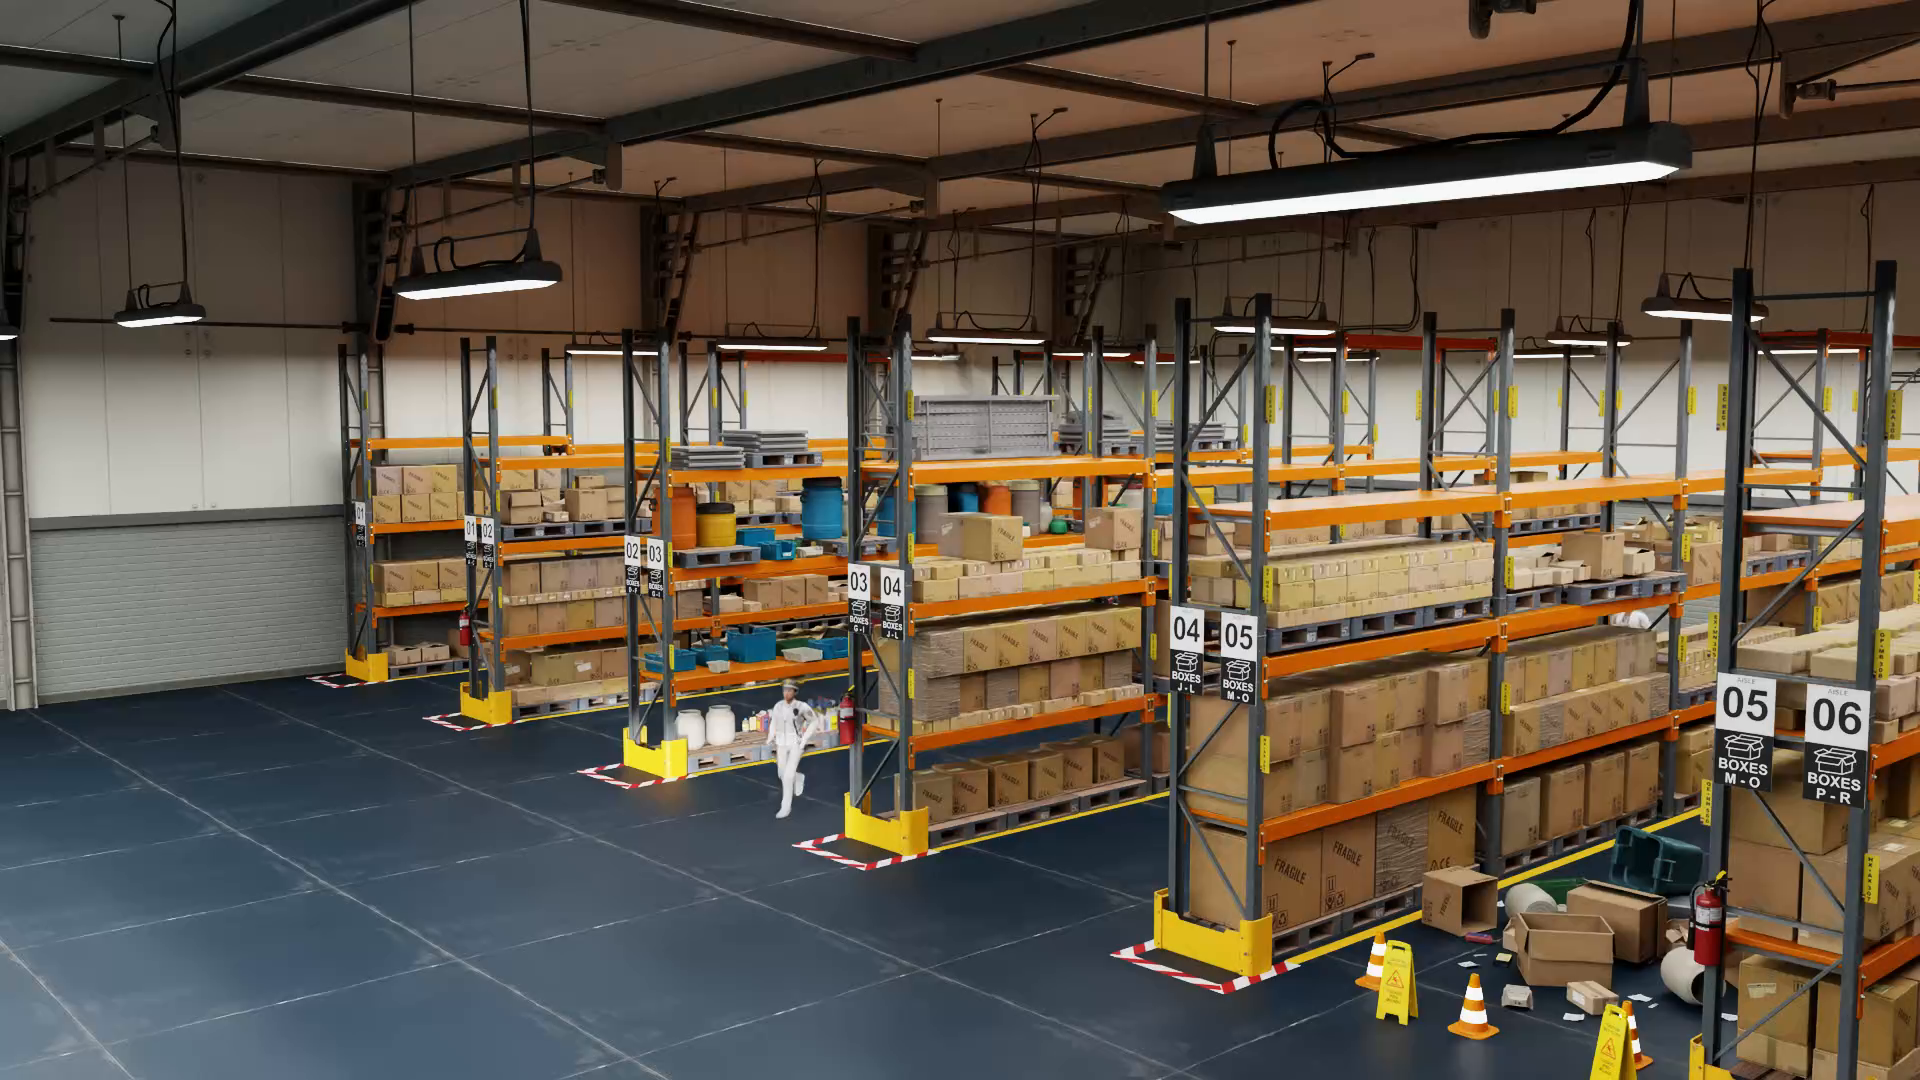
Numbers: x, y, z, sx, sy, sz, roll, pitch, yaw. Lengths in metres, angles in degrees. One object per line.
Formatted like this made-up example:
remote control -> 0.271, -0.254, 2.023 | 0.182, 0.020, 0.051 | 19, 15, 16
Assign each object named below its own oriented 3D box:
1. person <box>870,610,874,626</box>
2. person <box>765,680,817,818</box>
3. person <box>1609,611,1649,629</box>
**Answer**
person -> -1.843, 1.253, 34.323 | 0.580, 1.636, 0.931 | 5, 7, 43
person -> -2.064, 2.532, 20.389 | 0.622, 1.680, 0.645 | 2, 5, 21
person -> 10.954, 1.829, 27.301 | 0.718, 1.795, 0.940 | 4, 7, 38
